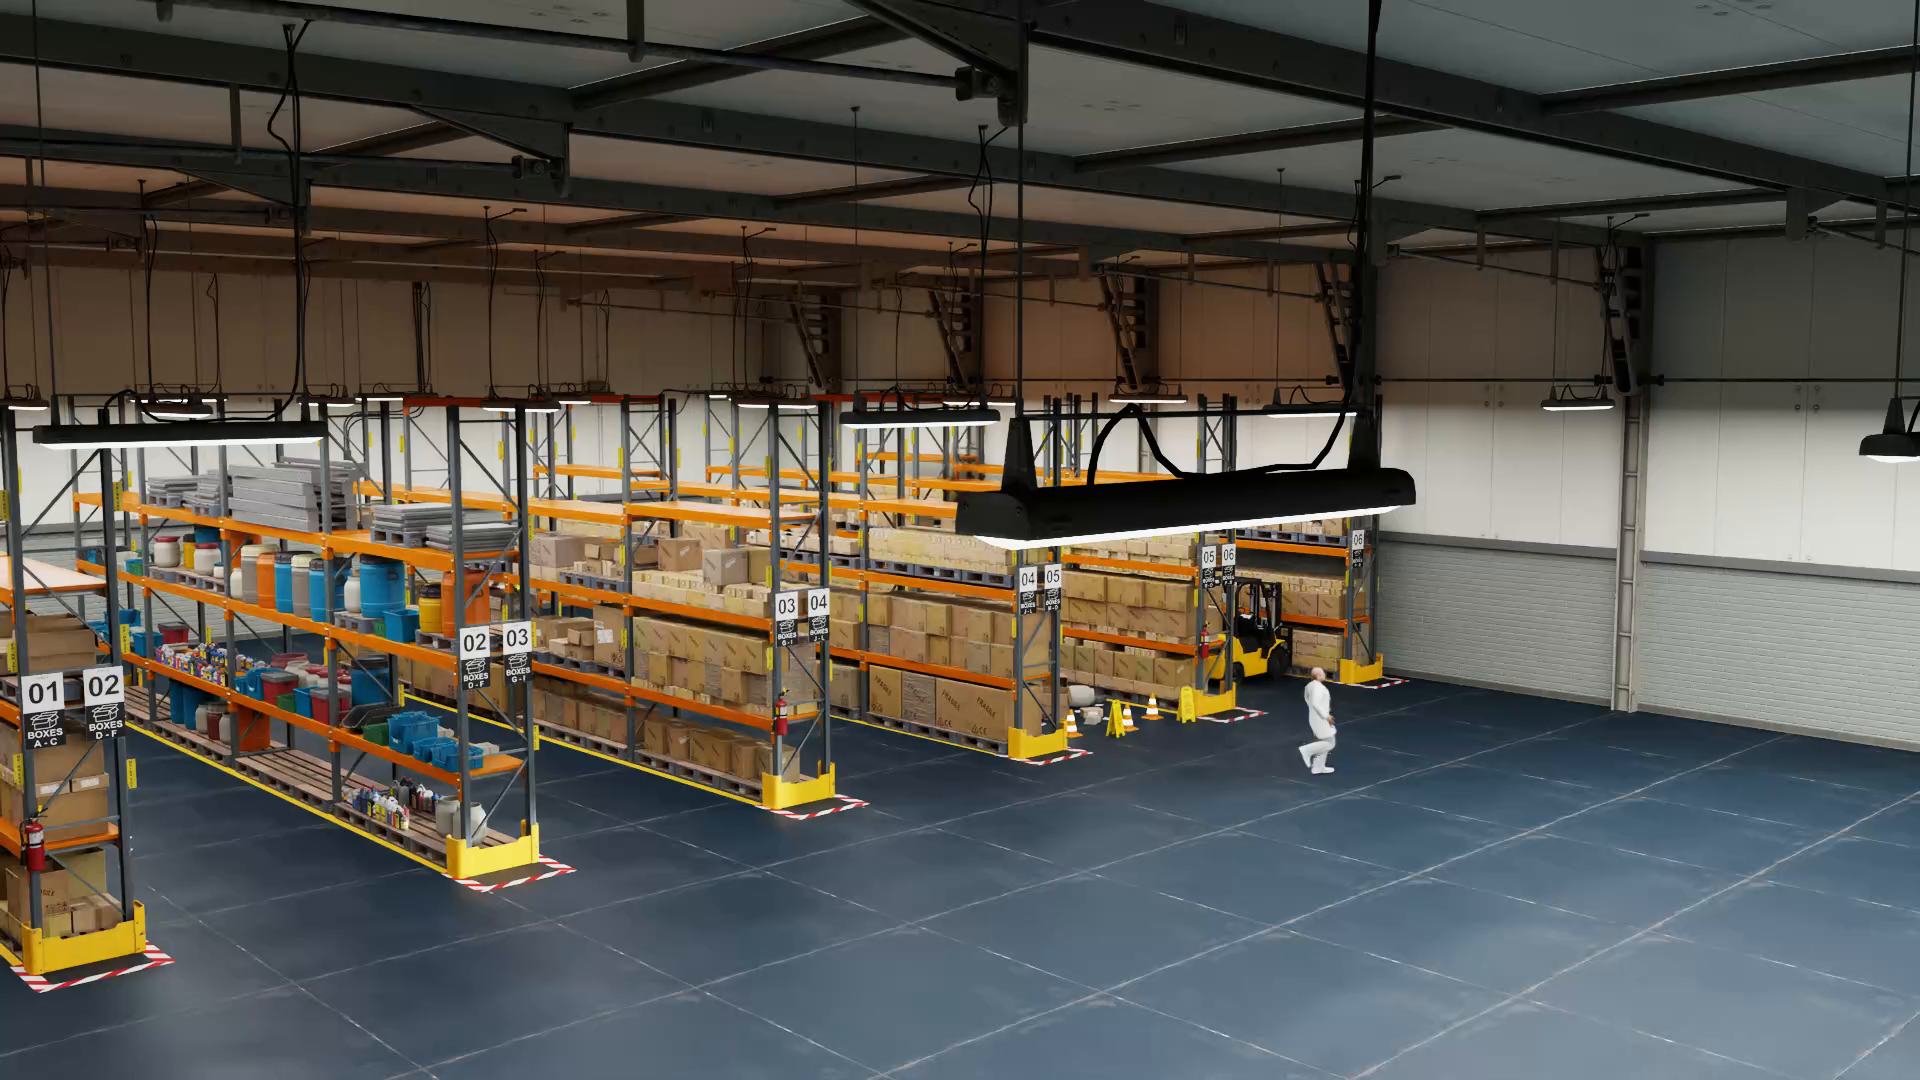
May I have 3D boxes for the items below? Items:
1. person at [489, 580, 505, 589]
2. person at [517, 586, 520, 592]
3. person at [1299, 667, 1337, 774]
[{"bbox_3d":[-11.295,1.648,39.780,0.816,1.716,0.881,5,7,41],"label":"person"},{"bbox_3d":[-9.840,1.858,37.393,0.709,1.713,0.605,-5,7,-39],"label":"person"},{"bbox_3d":[5.729,2.896,26.682,0.640,1.731,0.708,0,6,-4],"label":"person"}]
